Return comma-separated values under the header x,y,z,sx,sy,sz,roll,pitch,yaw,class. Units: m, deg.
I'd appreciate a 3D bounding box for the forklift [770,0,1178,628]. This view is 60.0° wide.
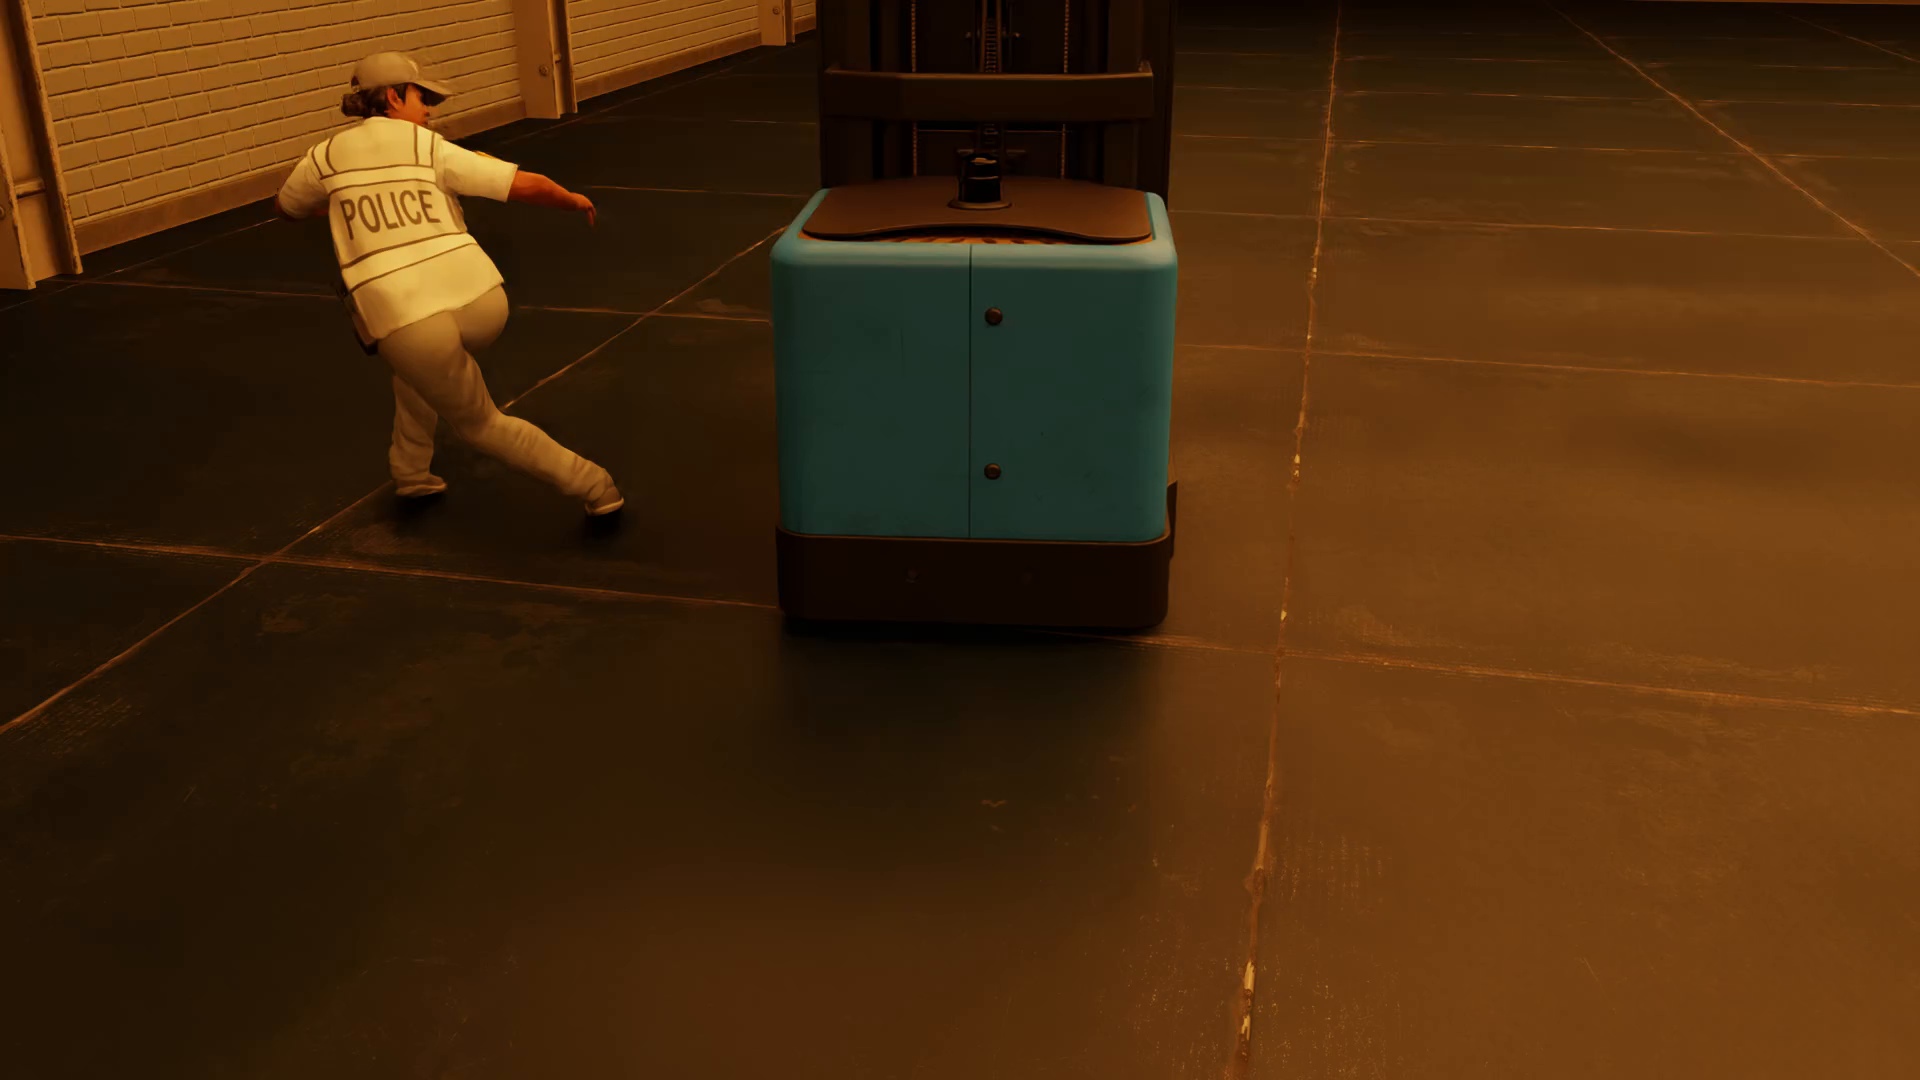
x,y,z,sx,sy,sz,roll,pitch,yaw,class
0.125,-1.638,5.284,1.130,2.935,3.031,1,22,4,forklift

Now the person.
x,y,z,sx,sy,sz,roll,pitch,yaw,class
-1.554,-0.762,5.135,0.899,1.442,0.980,-14,26,-30,person
